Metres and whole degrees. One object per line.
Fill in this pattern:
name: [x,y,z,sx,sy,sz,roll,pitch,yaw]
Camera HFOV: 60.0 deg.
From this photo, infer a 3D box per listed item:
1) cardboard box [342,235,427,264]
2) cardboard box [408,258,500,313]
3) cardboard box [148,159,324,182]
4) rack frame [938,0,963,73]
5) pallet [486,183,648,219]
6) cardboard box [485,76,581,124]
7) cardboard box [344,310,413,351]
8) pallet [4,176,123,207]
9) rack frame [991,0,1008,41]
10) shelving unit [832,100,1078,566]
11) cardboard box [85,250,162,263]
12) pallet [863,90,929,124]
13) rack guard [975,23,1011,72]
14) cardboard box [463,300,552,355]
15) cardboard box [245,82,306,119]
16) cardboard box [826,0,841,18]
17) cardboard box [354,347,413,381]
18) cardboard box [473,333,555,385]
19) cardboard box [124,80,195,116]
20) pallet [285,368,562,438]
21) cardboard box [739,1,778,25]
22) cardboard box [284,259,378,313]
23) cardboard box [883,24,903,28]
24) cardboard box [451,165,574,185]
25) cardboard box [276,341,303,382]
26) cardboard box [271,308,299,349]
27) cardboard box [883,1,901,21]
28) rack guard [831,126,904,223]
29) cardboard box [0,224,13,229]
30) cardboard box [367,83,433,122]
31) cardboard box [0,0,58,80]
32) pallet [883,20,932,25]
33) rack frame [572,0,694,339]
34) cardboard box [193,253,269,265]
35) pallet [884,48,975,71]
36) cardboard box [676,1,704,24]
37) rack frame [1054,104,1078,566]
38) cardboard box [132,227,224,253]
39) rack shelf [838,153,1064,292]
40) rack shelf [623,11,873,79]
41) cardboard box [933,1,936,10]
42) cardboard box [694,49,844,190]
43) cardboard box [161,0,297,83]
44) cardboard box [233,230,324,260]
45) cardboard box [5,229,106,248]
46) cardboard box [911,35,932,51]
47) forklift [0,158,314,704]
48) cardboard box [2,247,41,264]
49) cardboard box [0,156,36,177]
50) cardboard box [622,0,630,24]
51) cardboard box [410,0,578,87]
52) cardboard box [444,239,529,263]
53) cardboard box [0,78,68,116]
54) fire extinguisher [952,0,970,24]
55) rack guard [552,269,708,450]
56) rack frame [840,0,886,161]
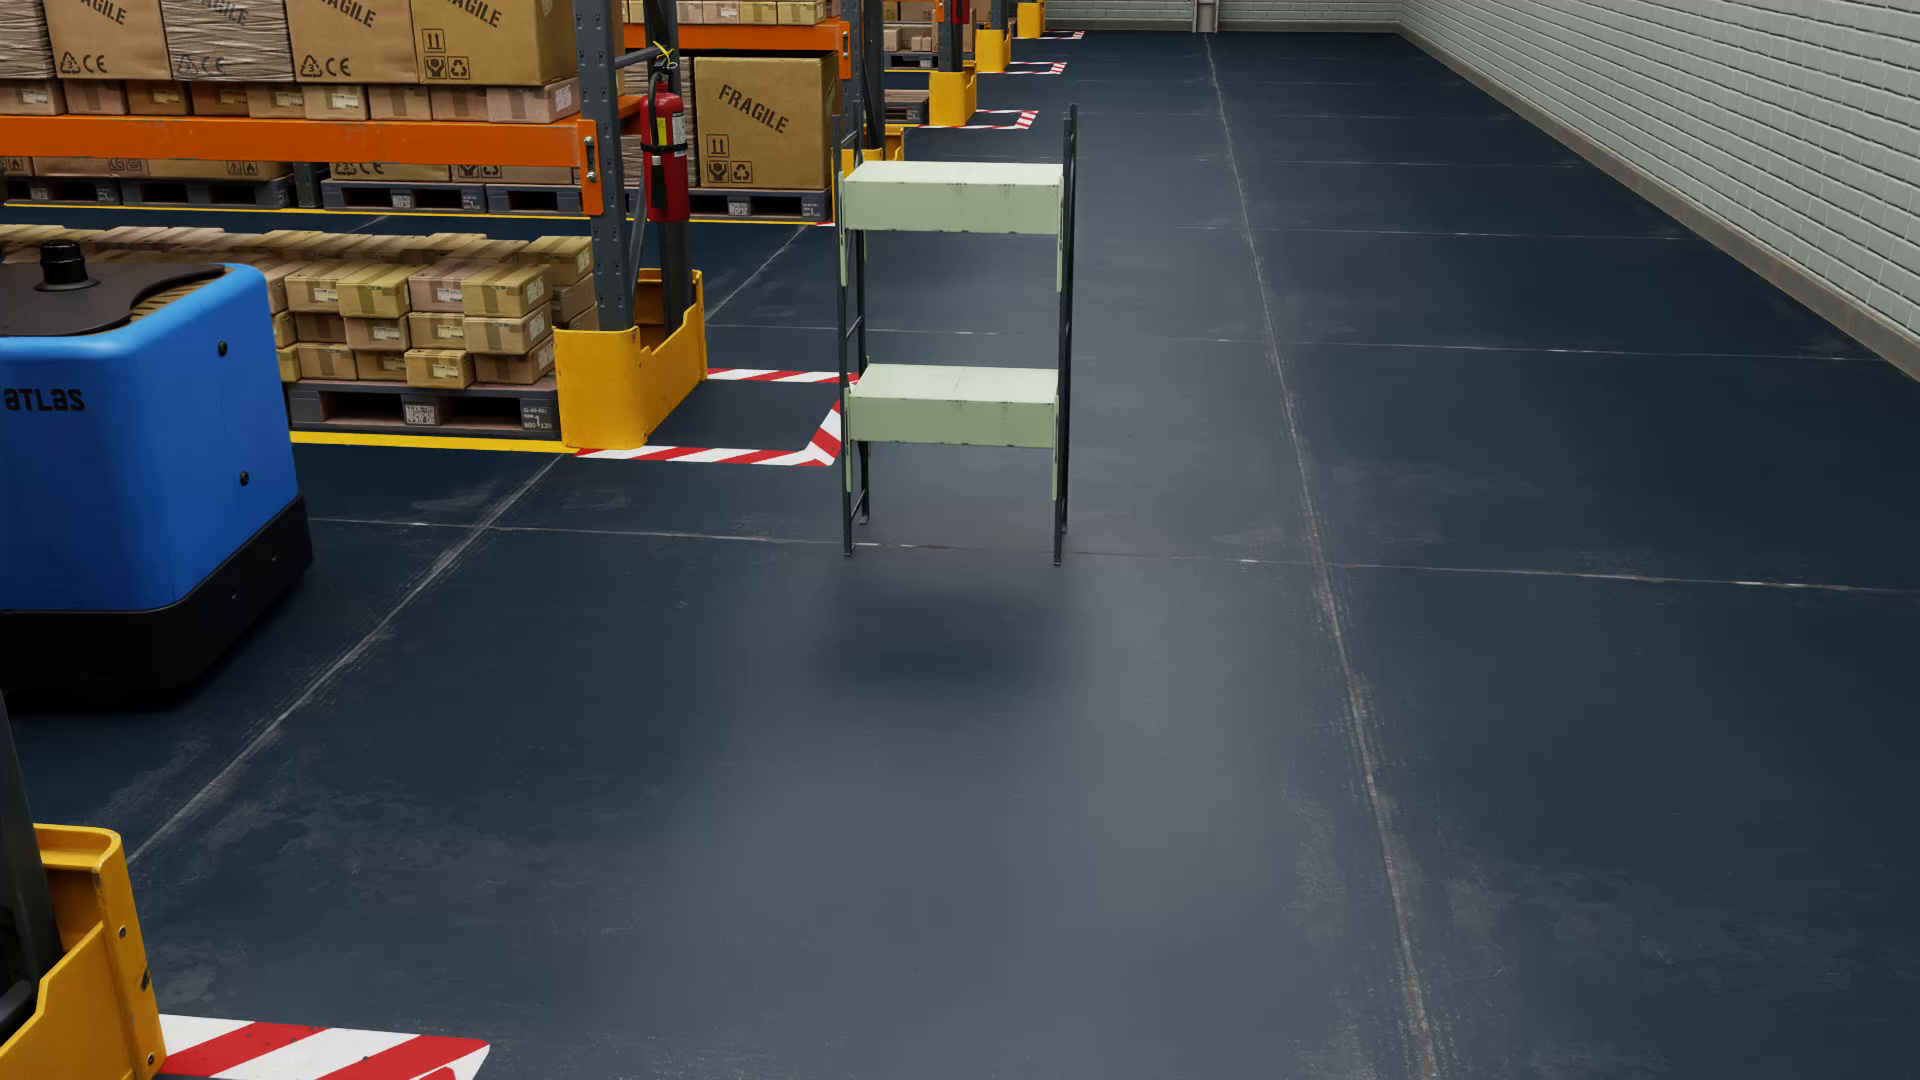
cardboard box: [-2.615,-1.280,7.596,0.250,0.149,0.380,1,22,4]
cardboard box: [-2.154,-1.090,7.113,0.250,0.149,0.380,3,22,7]
cardboard box: [-5.282,-3.188,12.244,0.875,0.875,1.225,3,22,6]
rack frame: [-0.089,-5.596,16.015,0.127,3.000,1.000,2,22,6]
pallet: [-2.683,-2.551,12.105,1.213,0.211,1.003,2,22,6]
cardboard box: [-1.713,-1.775,6.692,0.250,0.149,0.380,3,22,6]
cardboard box: [-2.430,-0.930,7.113,0.250,0.149,0.380,2,22,4]
pallet: [-6.634,-2.722,12.537,1.213,0.211,1.003,2,22,6]
rack frame: [0.498,-7.404,20.589,0.127,3.000,1.000,2,22,6]
shelving unit: [-0.007,-0.698,5.665,0.755,1.500,0.431,2,22,6]
cardboard box: [-3.702,-1.158,7.286,0.250,0.149,0.380,2,22,4]
pallet: [-0.903,-4.349,16.654,1.213,0.211,1.003,2,22,6]
rack guard: [0.422,-6.245,21.057,0.348,0.500,1.175,2,22,6]
cardboard box: [-1.914,-0.908,7.058,0.250,0.149,0.380,2,22,5]
cardboard box: [-2.721,-1.830,6.830,0.250,0.149,0.380,2,22,4]
cardboard box: [-0.986,-3.807,11.831,0.250,0.149,0.380,3,22,7]
cardboard box: [-2.423,-0.814,7.226,0.250,0.149,0.380,2,22,6]
cardboard box: [-1.903,-0.797,7.183,0.250,0.149,0.380,3,22,7]
cardboard box: [-3.247,-1.869,6.928,0.250,0.149,0.380,3,22,7]
pallet: [-2.234,-0.736,7.514,1.213,0.211,1.003,2,22,6]
cardboard box: [-1.323,-3.577,11.249,0.250,0.149,0.380,3,22,7]
cardboard box: [-2.676,-1.089,7.111,0.250,0.149,0.380,2,22,4]
cardboard box: [-1.002,-6.501,21.444,0.500,0.250,0.500,2,22,6]
cardboard box: [-3.104,-3.071,11.947,0.875,0.875,0.875,2,22,6]
cardboard box: [-2.930,-0.808,7.211,0.250,0.149,0.380,2,22,4]
cardboard box: [-2.946,-0.947,7.158,0.250,0.149,0.380,3,22,7]
cardboard box: [-1.157,-8.303,25.691,0.500,0.500,0.700,3,22,8]
rack guard: [-0.648,-2.624,11.898,0.348,0.500,1.175,2,22,6]
cardboard box: [-4.686,-1.384,7.857,0.250,0.149,0.380,3,22,7]
cardboard box: [-2.206,-1.805,6.768,0.250,0.149,0.380,2,22,6]
cardboard box: [-3.878,-2.172,6.813,0.500,0.500,0.500,2,22,5]
pallet: [-0.934,-7.976,25.828,1.213,0.211,1.003,2,22,6]
rack frame: [-1.356,-1.981,6.871,0.127,3.000,1.000,2,22,6]
cardboard box: [-3.198,-1.132,7.221,0.250,0.149,0.380,2,22,4]
pallet: [-0.370,-6.145,21.196,1.213,0.211,1.003,2,22,6]
cardboard box: [-1.821,-3.599,11.306,0.250,0.149,0.380,3,22,7]
rack frame: [0.357,-0.682,5.625,0.023,1.500,0.400,2,22,6]
cardboard box: [-3.640,-1.351,7.773,0.250,0.149,0.380,2,22,4]
rack shelf: [-0.007,-1.061,5.521,0.720,0.370,0.431,2,22,6]
rack shelf: [-2.658,-3.540,11.792,4.000,0.370,1.077,2,22,6]
cardboard box: [-0.127,-8.261,25.585,0.500,0.500,0.700,2,22,6]
cardboard box: [-1.317,-2.993,11.750,0.875,0.875,0.875,2,22,6]
cardboard box: [-2.848,-2.134,6.718,0.500,0.500,0.500,3,22,6]
cardboard box: [-3.146,-1.324,7.706,0.250,0.149,0.380,3,22,7]
cardboard box: [-4.189,-1.336,7.736,0.250,0.149,0.380,3,22,8]
cardboard box: [-0.463,-6.275,20.988,0.250,0.166,0.380,2,22,6]
forklift: [-3.683,-1.073,4.667,3.031,2.935,1.130,0,22,1]
cardboard box: [-4.225,-1.180,7.343,0.250,0.149,0.380,2,22,5]
cardboard box: [-7.049,-3.262,12.430,0.875,0.875,1.225,3,22,6]
cardboard box: [-2.336,-3.621,11.360,0.250,0.149,0.380,3,22,6]
cardboard box: [-1.833,-2.092,6.610,0.500,0.500,0.500,3,22,7]
cardboard box: [-2.124,-1.242,7.499,0.250,0.149,0.380,3,22,7]
cardboard box: [-3.772,-1.867,6.923,0.250,0.149,0.380,3,22,9]
fire extinguisher: [0.007,-5.214,15.661,0.183,0.674,0.296,2,22,6]
rack guard: [-1.431,-0.822,7.339,0.348,0.500,1.175,2,22,6]
rack frame: [-0.672,-3.788,11.441,0.127,3.000,1.000,2,22,6]
